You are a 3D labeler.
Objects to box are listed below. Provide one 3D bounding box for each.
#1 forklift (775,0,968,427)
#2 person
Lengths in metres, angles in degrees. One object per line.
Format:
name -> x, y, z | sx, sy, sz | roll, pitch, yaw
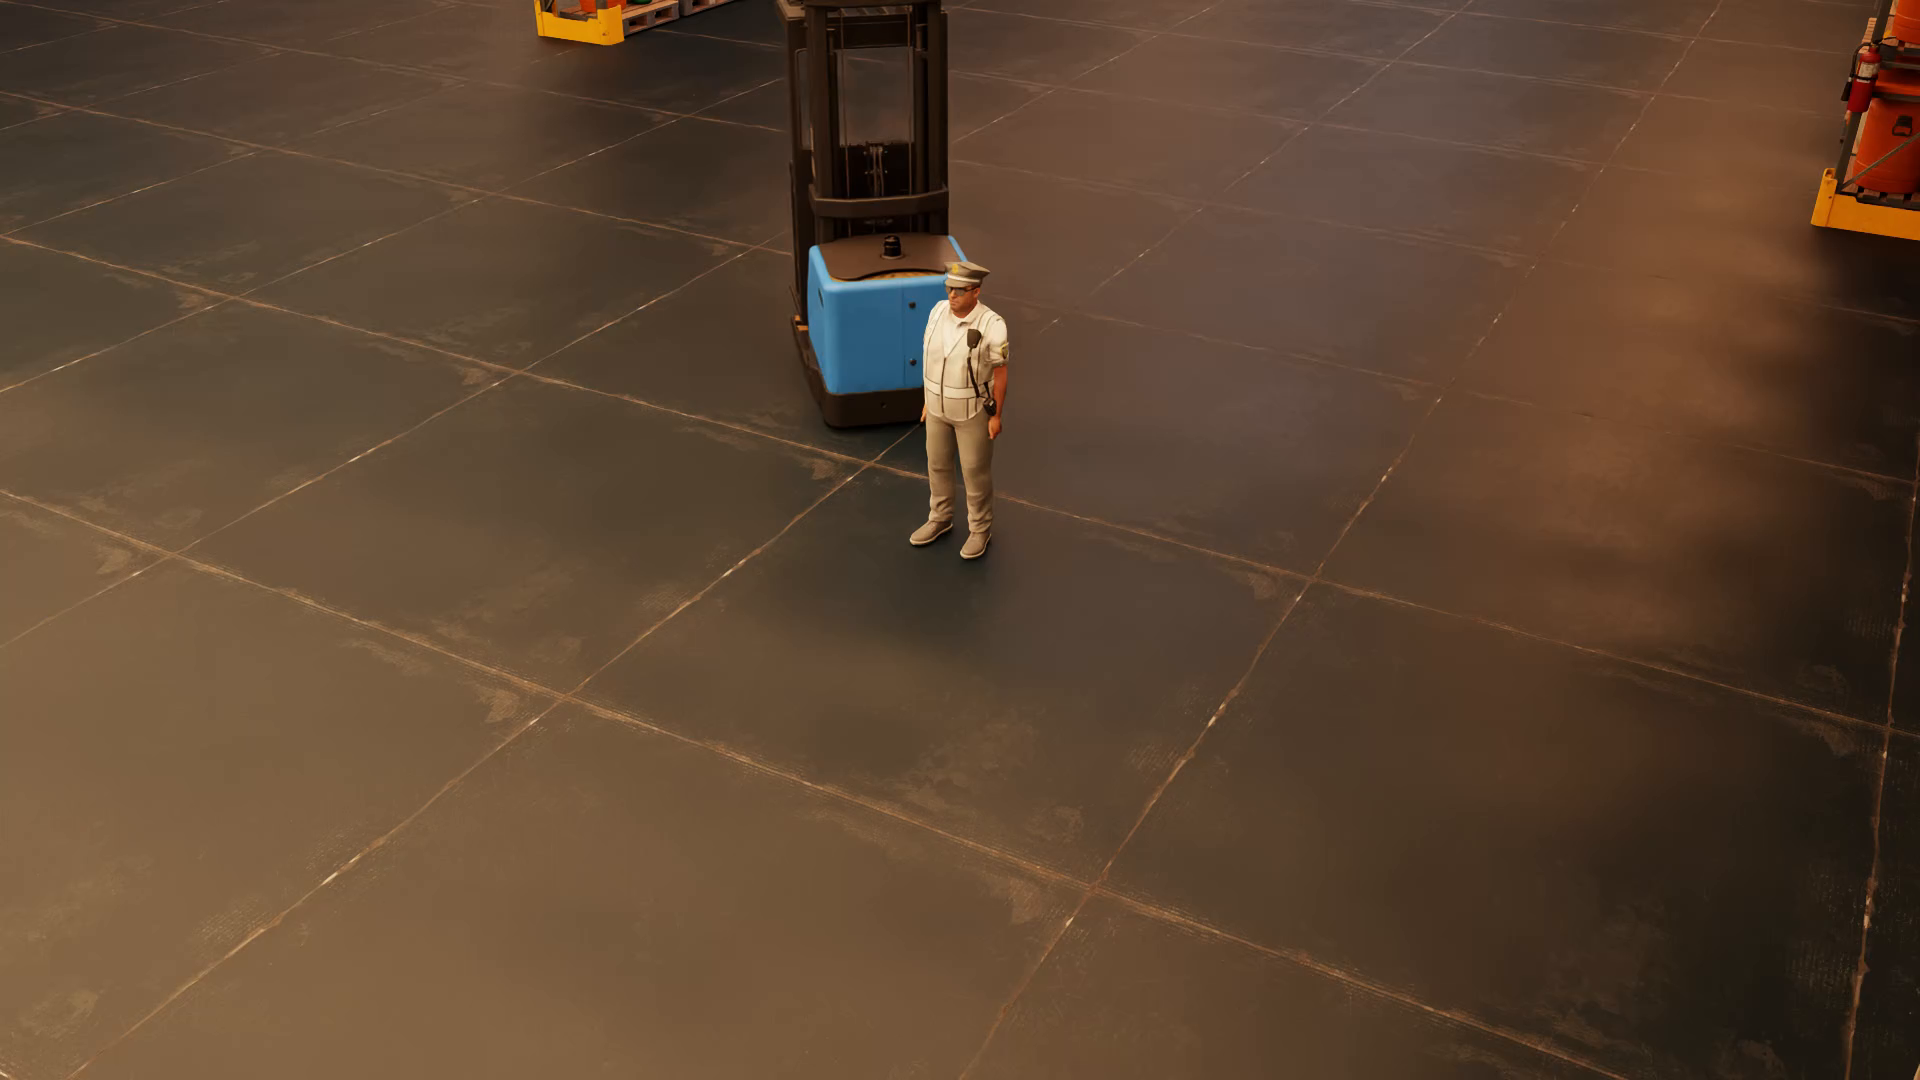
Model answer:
forklift -> -0.676, -2.750, 11.835 | 1.130, 2.935, 3.031 | -6, 31, -10
person -> 0.002, -0.763, 9.554 | 0.526, 1.776, 0.407 | 15, 33, 25
